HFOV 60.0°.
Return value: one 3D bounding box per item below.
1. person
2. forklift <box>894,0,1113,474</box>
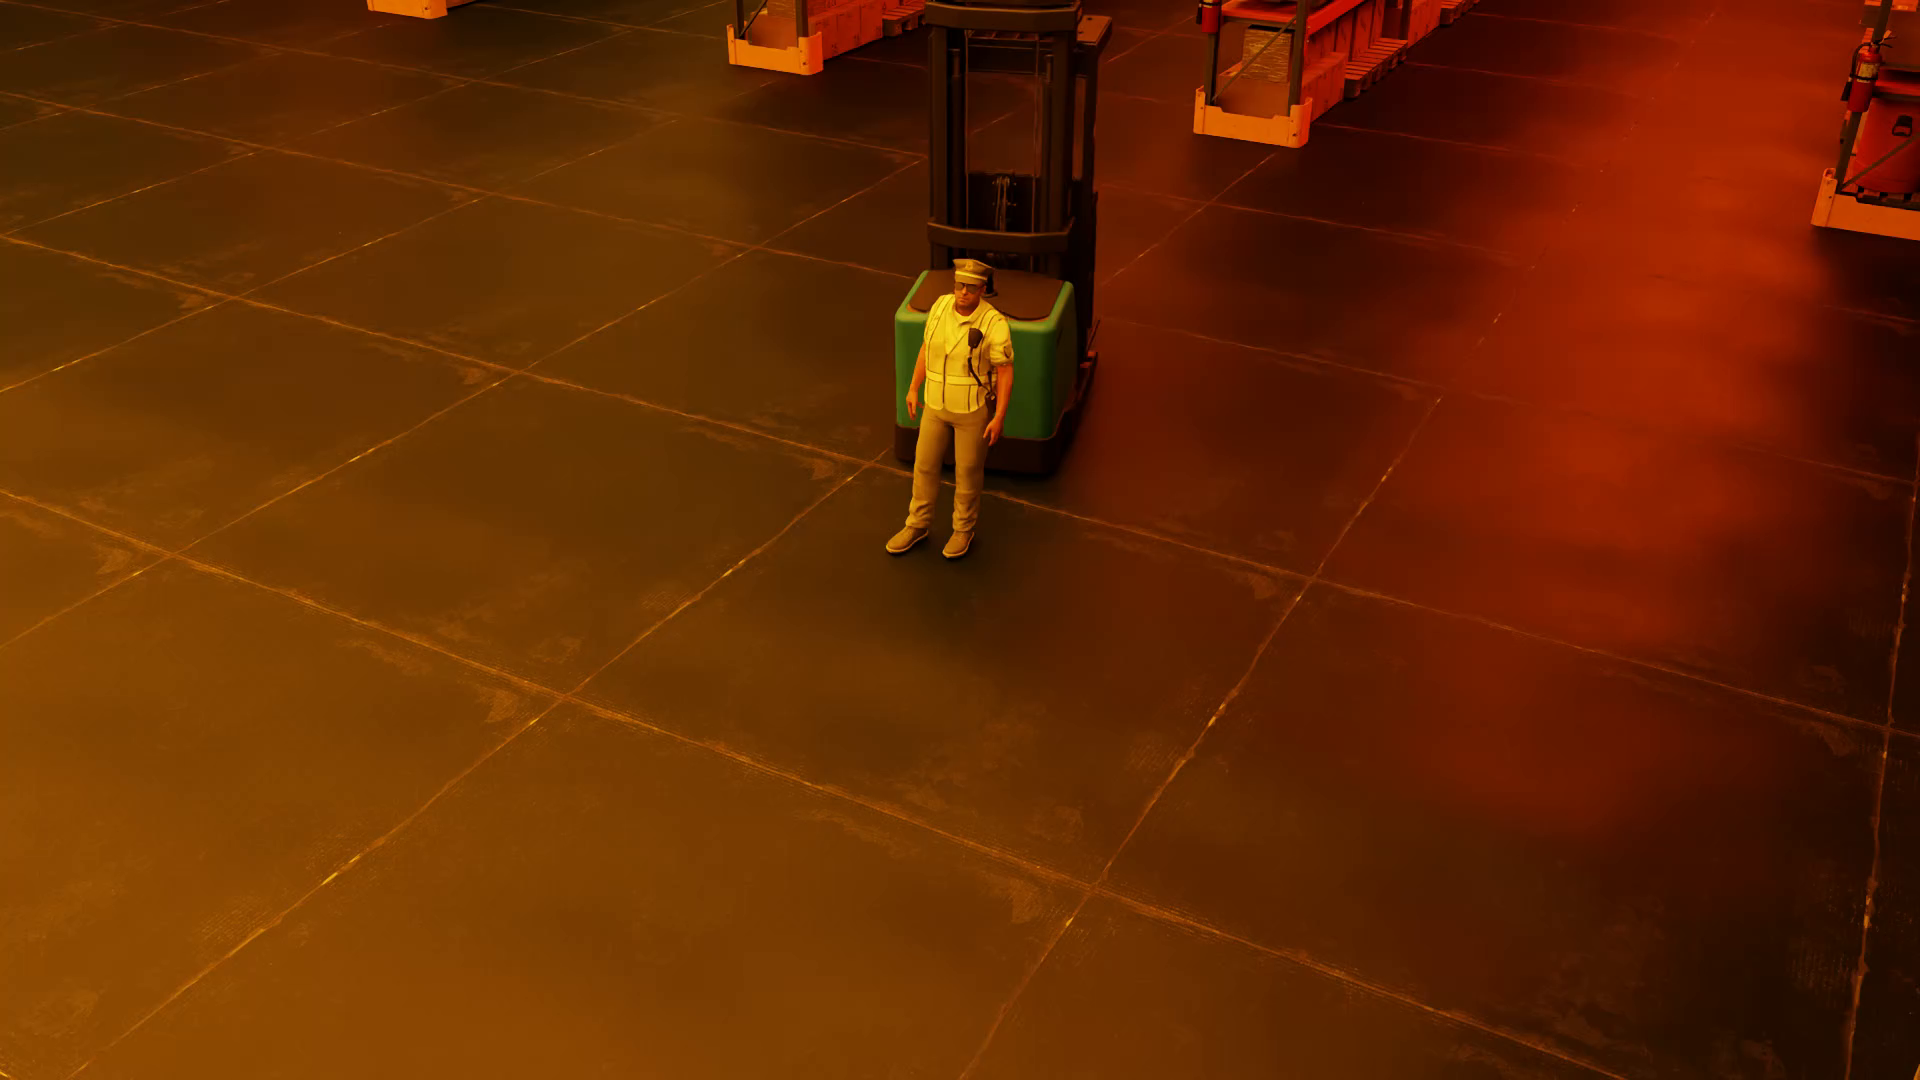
[{"bbox_3d":[-0.048,-0.747,9.500,0.640,1.781,0.575,15,33,25],"label":"person"},{"bbox_3d":[0.390,-2.414,11.253,1.130,2.935,3.031,6,31,11],"label":"forklift"}]
